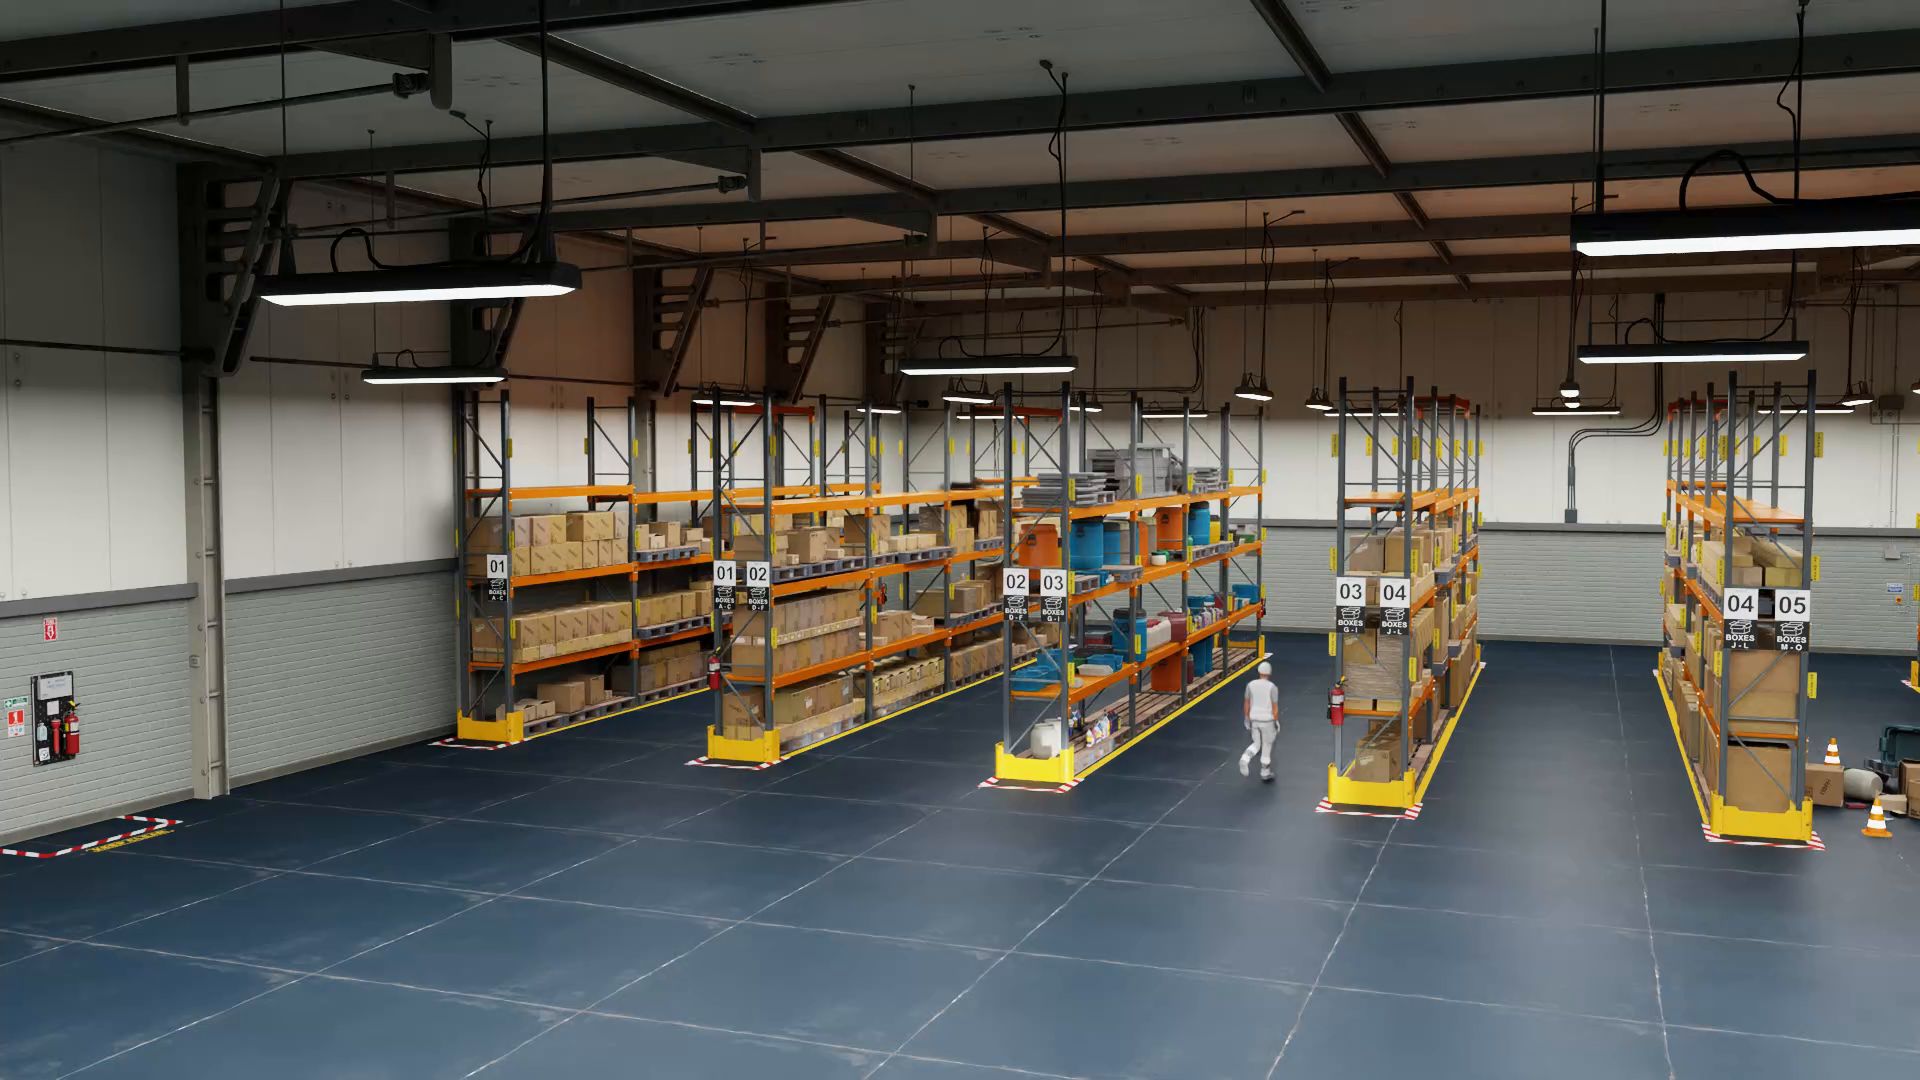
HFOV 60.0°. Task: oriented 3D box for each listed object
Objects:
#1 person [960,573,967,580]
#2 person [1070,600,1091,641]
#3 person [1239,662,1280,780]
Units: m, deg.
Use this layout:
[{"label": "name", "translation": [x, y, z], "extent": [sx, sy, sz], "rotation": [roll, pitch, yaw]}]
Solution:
[{"label": "person", "translation": [0.160, 1.726, 43.710], "extent": [0.497, 1.713, 0.556], "rotation": [2, 4, 26]}, {"label": "person", "translation": [3.077, 1.795, 43.254], "extent": [0.701, 1.651, 0.942], "rotation": [-1, 3, -9]}, {"label": "person", "translation": [4.513, 2.724, 24.986], "extent": [0.668, 1.782, 0.532], "rotation": [-2, 4, -35]}]
